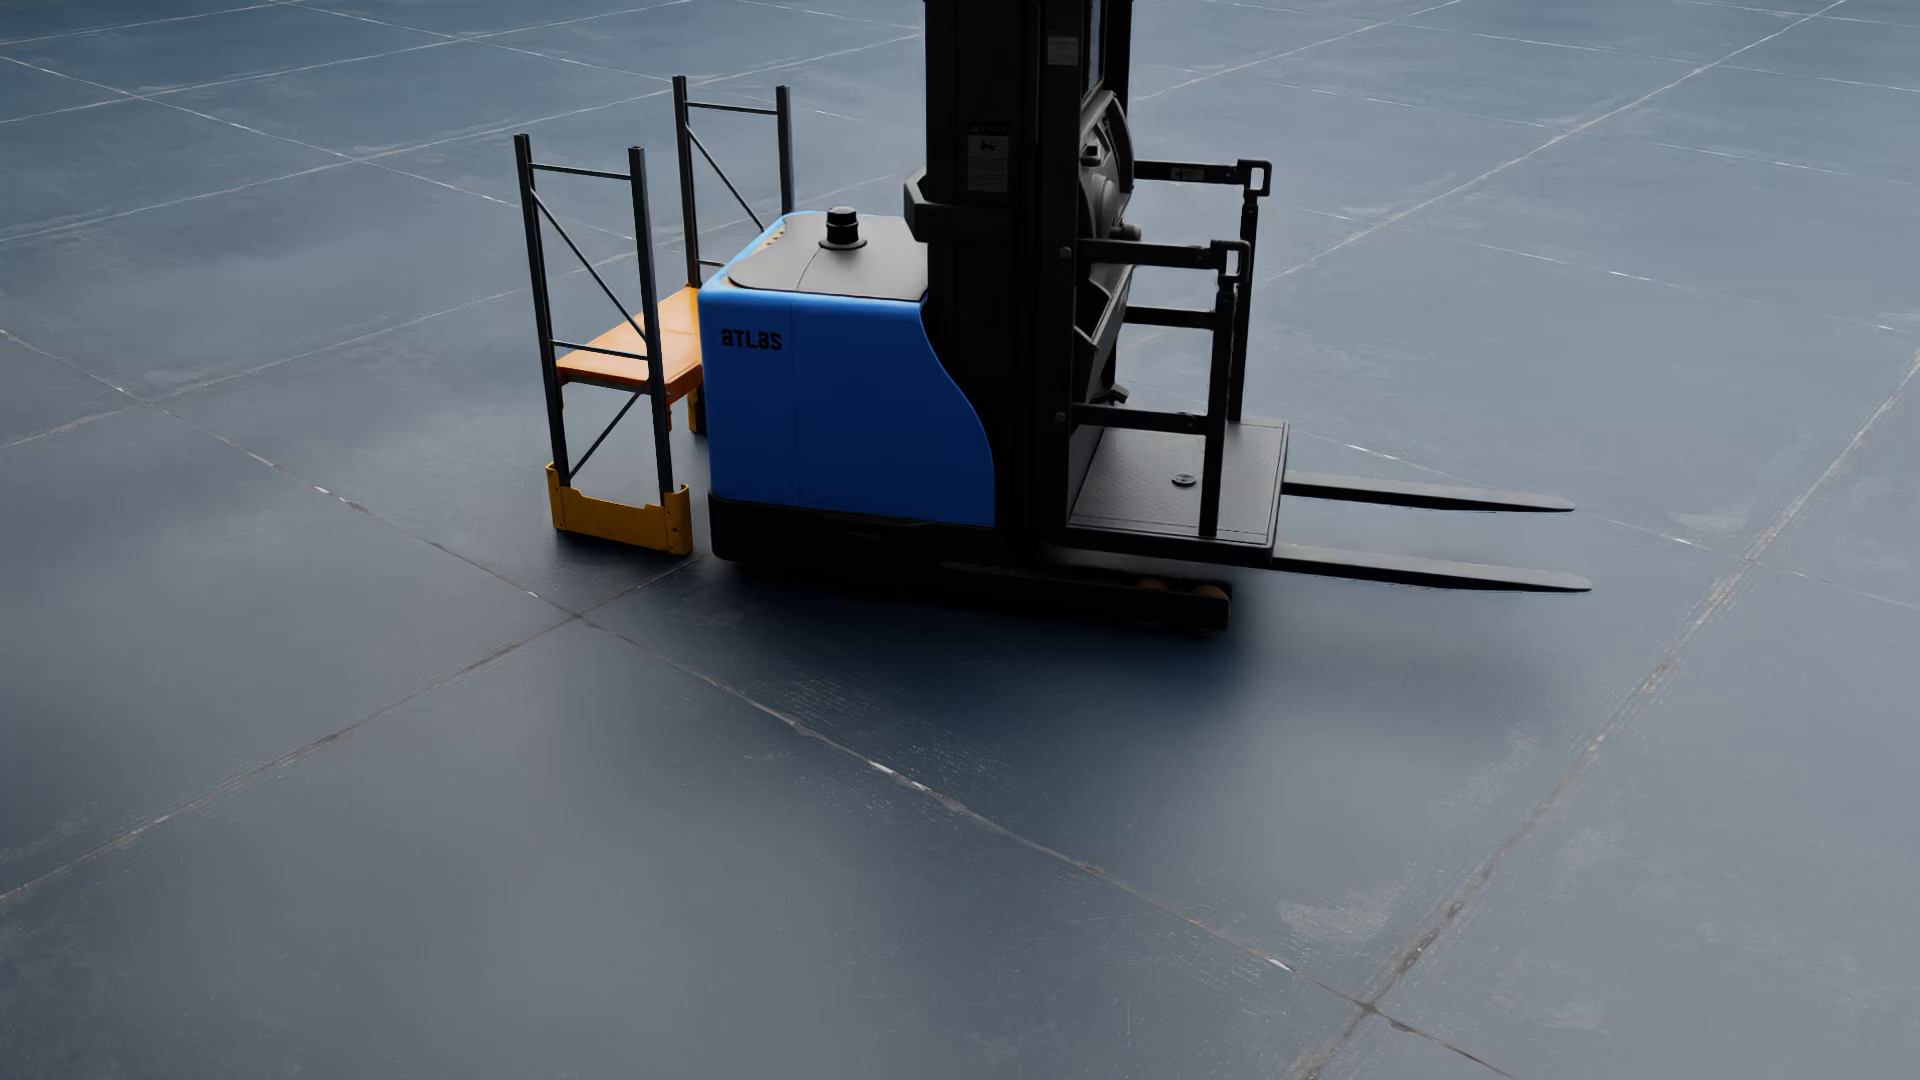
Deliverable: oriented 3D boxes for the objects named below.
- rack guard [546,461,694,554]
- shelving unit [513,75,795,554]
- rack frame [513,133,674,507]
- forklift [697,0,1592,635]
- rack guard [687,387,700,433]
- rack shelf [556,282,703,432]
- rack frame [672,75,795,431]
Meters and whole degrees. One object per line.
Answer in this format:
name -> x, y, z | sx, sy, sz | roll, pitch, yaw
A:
rack guard -> -1.273, -0.124, 6.218 | 0.587, 0.250, 0.087 | 11, 29, 20
shelving unit -> -1.079, -0.890, 6.339 | 0.587, 1.500, 1.083 | 11, 29, 20
rack frame -> -1.281, -0.671, 5.915 | 0.500, 1.500, 0.032 | 11, 29, 20
forklift -> 0.673, -1.248, 5.473 | 3.031, 2.935, 1.130 | 6, 28, 12
rack guard -> -0.885, -0.546, 7.033 | 0.587, 0.250, 0.087 | 11, 29, 20
rack shelf -> -1.083, -0.727, 6.414 | 0.538, 0.185, 1.000 | 11, 29, 20
rack frame -> -0.885, -1.102, 6.747 | 0.500, 1.500, 0.032 | 11, 29, 20
